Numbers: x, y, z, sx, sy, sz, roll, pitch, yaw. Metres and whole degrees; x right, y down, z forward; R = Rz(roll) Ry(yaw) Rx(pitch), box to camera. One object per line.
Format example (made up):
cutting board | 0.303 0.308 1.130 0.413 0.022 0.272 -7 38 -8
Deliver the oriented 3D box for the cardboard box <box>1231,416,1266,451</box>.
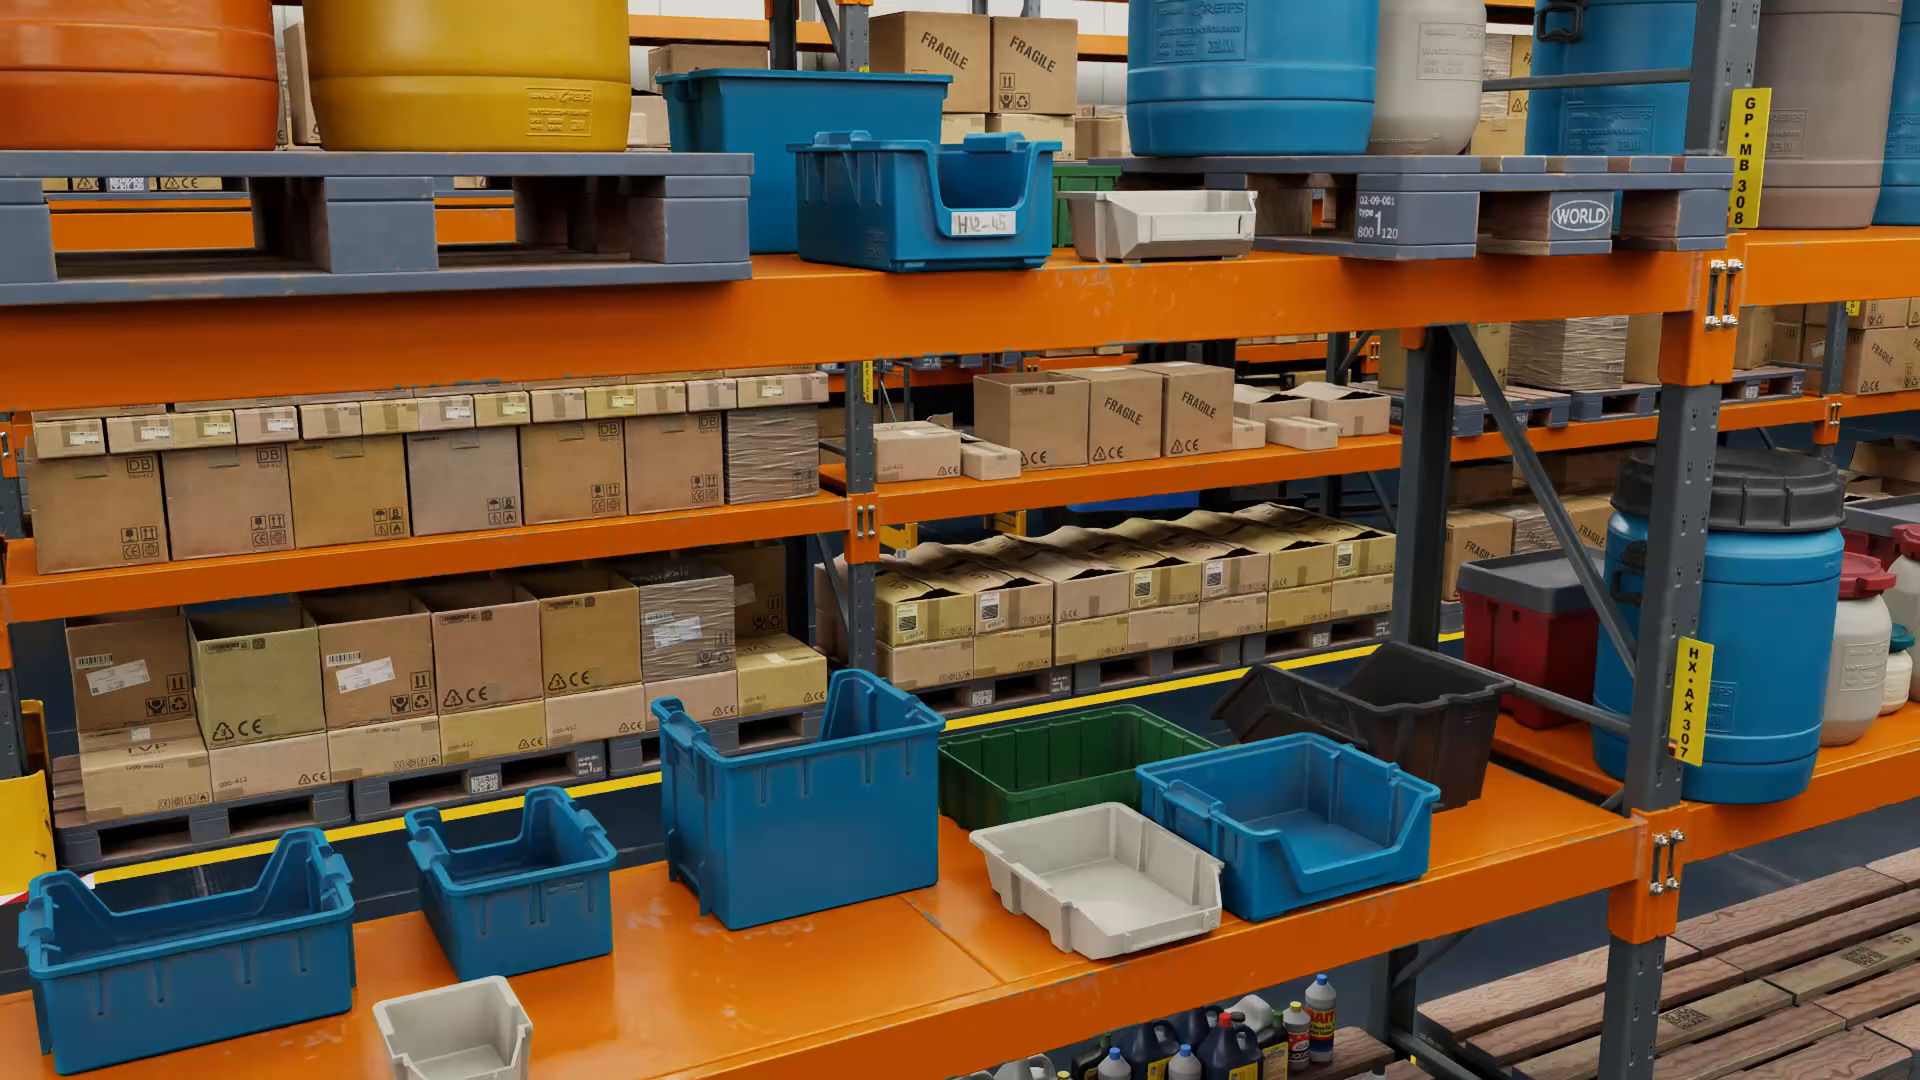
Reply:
cardboard box | 1.681 -0.664 10.298 0.250 0.149 0.380 -6 14 -24

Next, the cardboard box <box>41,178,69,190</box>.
cardboard box | -6.212 -2.553 11.015 0.500 0.500 0.500 -6 14 -26

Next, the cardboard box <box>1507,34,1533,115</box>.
cardboard box | 3.607 -3.029 10.902 0.500 0.500 0.500 -7 14 -28

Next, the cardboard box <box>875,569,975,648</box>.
cardboard box | -0.255 0.357 9.219 0.500 0.311 0.500 -7 14 -28

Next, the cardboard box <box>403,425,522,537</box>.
cardboard box | -2.475 -0.348 8.098 0.500 0.500 0.700 -6 14 -26

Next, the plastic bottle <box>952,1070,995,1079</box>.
plastic bottle | 0.023 1.611 4.648 0.185 0.351 0.144 -6 14 -26

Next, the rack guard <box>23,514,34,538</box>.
rack guard | -6.559 0.168 11.725 0.348 0.500 1.175 -7 14 -28

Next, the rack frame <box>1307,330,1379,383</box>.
rack frame | 3.907 -2.306 17.025 0.127 3.000 1.000 -7 14 -28

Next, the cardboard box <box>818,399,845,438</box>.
cardboard box | -1.190 -1.058 14.460 0.500 0.250 0.500 -7 14 -28

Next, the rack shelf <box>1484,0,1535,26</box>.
rack shelf | 4.529 -3.522 11.314 4.000 0.370 1.077 -7 14 -28

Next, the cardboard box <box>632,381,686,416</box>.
cardboard box | -1.550 -0.724 8.290 0.250 0.149 0.380 -7 14 -28

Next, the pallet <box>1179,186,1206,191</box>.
pallet | 1.240 -2.096 9.687 1.213 0.211 1.003 -6 14 -25

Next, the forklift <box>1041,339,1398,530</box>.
forklift | 2.262 -1.523 13.703 3.031 2.935 1.130 -3 13 -11

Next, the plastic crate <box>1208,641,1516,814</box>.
plastic crate | 1.112 0.505 4.673 0.504 0.338 0.767 -7 14 -28

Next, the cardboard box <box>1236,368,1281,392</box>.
cardboard box | 2.620 -1.275 16.382 0.750 0.750 0.750 -6 14 -26

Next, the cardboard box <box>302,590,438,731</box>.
cardboard box | -2.801 0.560 7.889 0.500 0.500 0.500 -7 14 -28

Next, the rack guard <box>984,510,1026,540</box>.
rack guard | 0.370 -0.166 13.779 0.087 0.250 0.587 -7 14 -28

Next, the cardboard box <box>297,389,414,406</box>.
cardboard box | -2.885 -0.933 7.741 0.500 0.500 0.700 -7 14 -28

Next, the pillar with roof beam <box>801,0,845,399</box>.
pillar with roof beam | 0.904 -4.013 10.943 0.400 9.000 9.100 -7 14 -28

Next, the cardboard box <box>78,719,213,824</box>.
cardboard box | -3.671 1.033 7.491 0.500 0.250 0.500 -7 14 -28

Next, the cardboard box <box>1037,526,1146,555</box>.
cardboard box | 0.816 0.095 10.386 0.500 0.311 0.500 -7 14 -29

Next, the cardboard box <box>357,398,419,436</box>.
cardboard box | -2.671 -0.590 7.696 0.250 0.149 0.380 -7 14 -29

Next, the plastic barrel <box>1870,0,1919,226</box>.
plastic barrel | 3.123 -1.496 5.452 0.708 0.901 0.600 -7 14 -28

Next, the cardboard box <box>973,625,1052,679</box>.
cardboard box | 0.184 0.578 9.515 0.500 0.250 0.500 -6 14 -26

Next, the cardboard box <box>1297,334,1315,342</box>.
cardboard box | 3.287 -2.054 16.429 0.250 0.149 0.380 -6 14 -26

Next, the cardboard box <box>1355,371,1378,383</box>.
cardboard box | 4.391 -1.690 17.546 0.250 0.149 0.380 -7 14 -28

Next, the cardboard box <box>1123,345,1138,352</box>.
cardboard box | 1.457 -1.849 15.521 0.250 0.149 0.380 -7 14 -28

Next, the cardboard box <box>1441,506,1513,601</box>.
cardboard box | 3.310 0.081 11.109 0.500 0.500 0.500 -6 14 -25

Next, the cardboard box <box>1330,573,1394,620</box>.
cardboard box | 2.428 0.308 10.716 0.500 0.250 0.500 -6 14 -27

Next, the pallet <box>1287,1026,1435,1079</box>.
pallet | 1.023 1.868 4.830 1.213 0.211 1.003 -7 14 -28

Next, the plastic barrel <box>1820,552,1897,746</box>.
plastic barrel | 2.577 0.320 5.046 0.433 0.535 0.433 0 13 0

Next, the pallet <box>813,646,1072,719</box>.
pallet | -0.110 0.765 9.729 1.213 0.211 1.003 -7 14 -28

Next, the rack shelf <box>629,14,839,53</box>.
rack shelf | -1.359 -4.056 13.684 4.000 0.370 1.077 -7 14 -28

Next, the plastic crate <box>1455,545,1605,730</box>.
plastic crate | 1.911 0.303 5.283 0.583 0.464 0.402 -7 14 -28

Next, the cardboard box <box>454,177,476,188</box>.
cardboard box | -3.889 -2.835 12.269 0.500 0.500 0.500 -8 15 -33

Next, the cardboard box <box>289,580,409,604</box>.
cardboard box | -3.050 0.459 8.334 0.500 0.500 0.500 -7 14 -28

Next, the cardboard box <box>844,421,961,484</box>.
cardboard box | -0.326 -0.497 9.329 0.500 0.250 0.500 -6 14 -24

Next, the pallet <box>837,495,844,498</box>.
pallet | -1.360 -0.316 14.531 1.213 0.211 1.003 -7 14 -28

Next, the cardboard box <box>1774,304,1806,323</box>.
cardboard box | 6.604 -1.992 13.122 0.500 0.500 0.500 -7 14 -28

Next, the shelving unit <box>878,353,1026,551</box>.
shelving unit | -0.067 -0.724 13.409 1.083 1.500 0.587 -7 14 -28

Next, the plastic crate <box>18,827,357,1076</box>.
plastic crate | -1.582 0.828 3.438 0.616 0.251 0.499 -7 14 -28

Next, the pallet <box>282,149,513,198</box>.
pallet | -2.543 -1.708 7.738 1.213 0.211 1.003 -7 14 -28

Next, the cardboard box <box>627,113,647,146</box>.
cardboard box | -1.665 -1.945 7.884 0.250 0.149 0.380 -7 14 -28

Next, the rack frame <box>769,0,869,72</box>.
rack frame | -0.738 -3.437 8.386 0.127 3.000 1.000 -7 14 -28

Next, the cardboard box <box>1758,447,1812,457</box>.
cardboard box | 6.648 -0.462 13.520 0.500 0.500 0.500 -7 14 -28

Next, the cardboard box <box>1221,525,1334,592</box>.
cardboard box | 1.979 0.090 10.405 0.500 0.311 0.500 -7 14 -29

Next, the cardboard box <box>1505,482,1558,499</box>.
cardboard box | 3.936 -0.124 12.021 0.500 0.500 0.500 -7 15 -30

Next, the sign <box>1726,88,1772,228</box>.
sign | 1.886 -0.916 3.995 0.005 0.325 0.100 -7 14 -28

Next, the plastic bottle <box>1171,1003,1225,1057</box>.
plastic bottle | 0.725 1.527 5.022 0.185 0.351 0.144 -6 14 -26

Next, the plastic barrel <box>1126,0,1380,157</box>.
plastic barrel | 0.708 -1.384 3.998 0.708 0.901 0.600 -7 14 -28

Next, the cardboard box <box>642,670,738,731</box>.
cardboard box | -1.483 0.768 8.672 0.500 0.250 0.500 -7 14 -28

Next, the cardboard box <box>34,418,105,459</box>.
cardboard box | -3.801 -0.455 7.092 0.250 0.149 0.380 -7 14 -28

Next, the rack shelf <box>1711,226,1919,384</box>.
rack shelf | 3.388 -0.878 5.486 4.000 0.370 1.077 -7 14 -28

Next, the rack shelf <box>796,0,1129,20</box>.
rack shelf | 1.018 -3.101 9.444 4.000 0.370 1.077 -7 14 -28

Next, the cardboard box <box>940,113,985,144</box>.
cardboard box | -0.192 -2.168 8.966 0.500 0.250 0.500 -5 14 -22

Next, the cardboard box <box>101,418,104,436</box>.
cardboard box | -3.775 -0.560 7.558 0.250 0.149 0.380 -6 14 -26
